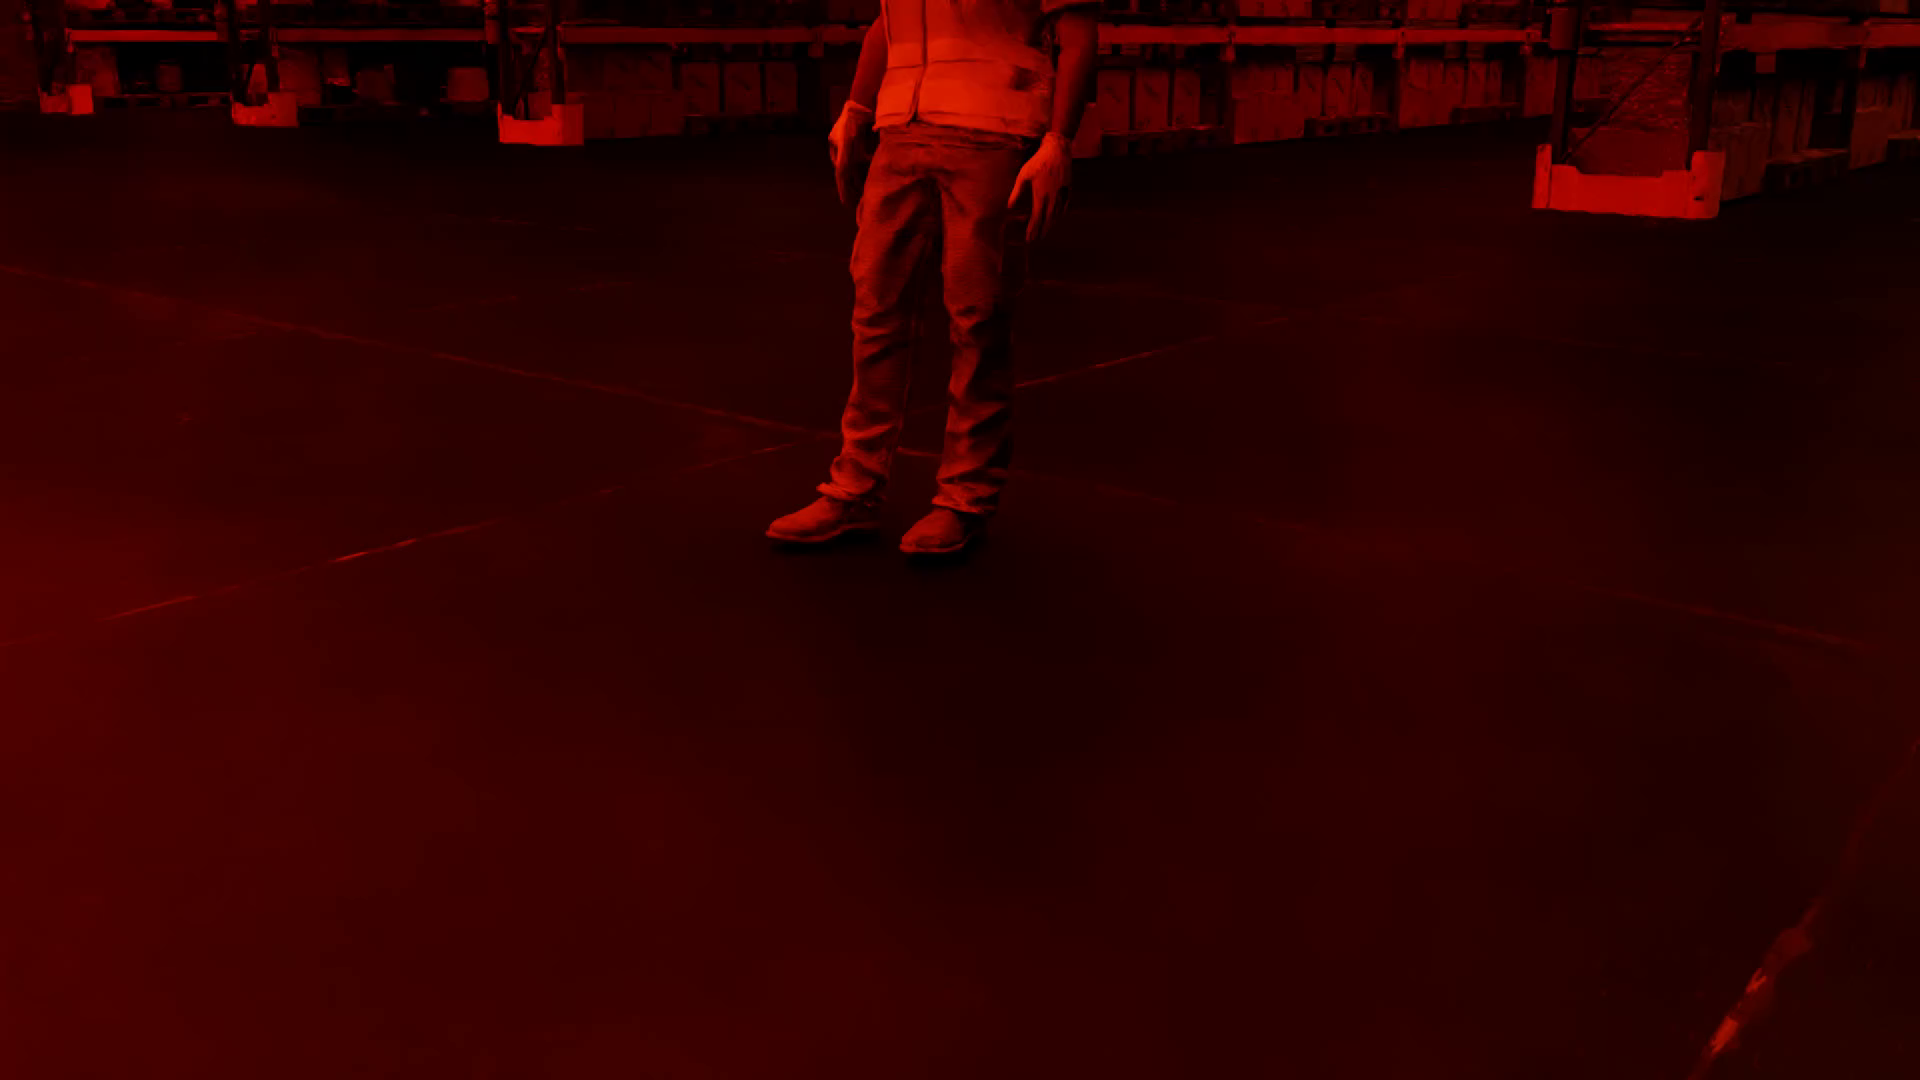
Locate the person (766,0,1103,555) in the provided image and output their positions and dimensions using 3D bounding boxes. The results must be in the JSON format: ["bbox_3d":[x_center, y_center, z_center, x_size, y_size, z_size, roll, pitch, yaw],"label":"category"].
[{"bbox_3d":[-0.052,-0.845,3.633,0.655,1.782,0.576,13,21,37],"label":"person"}]
